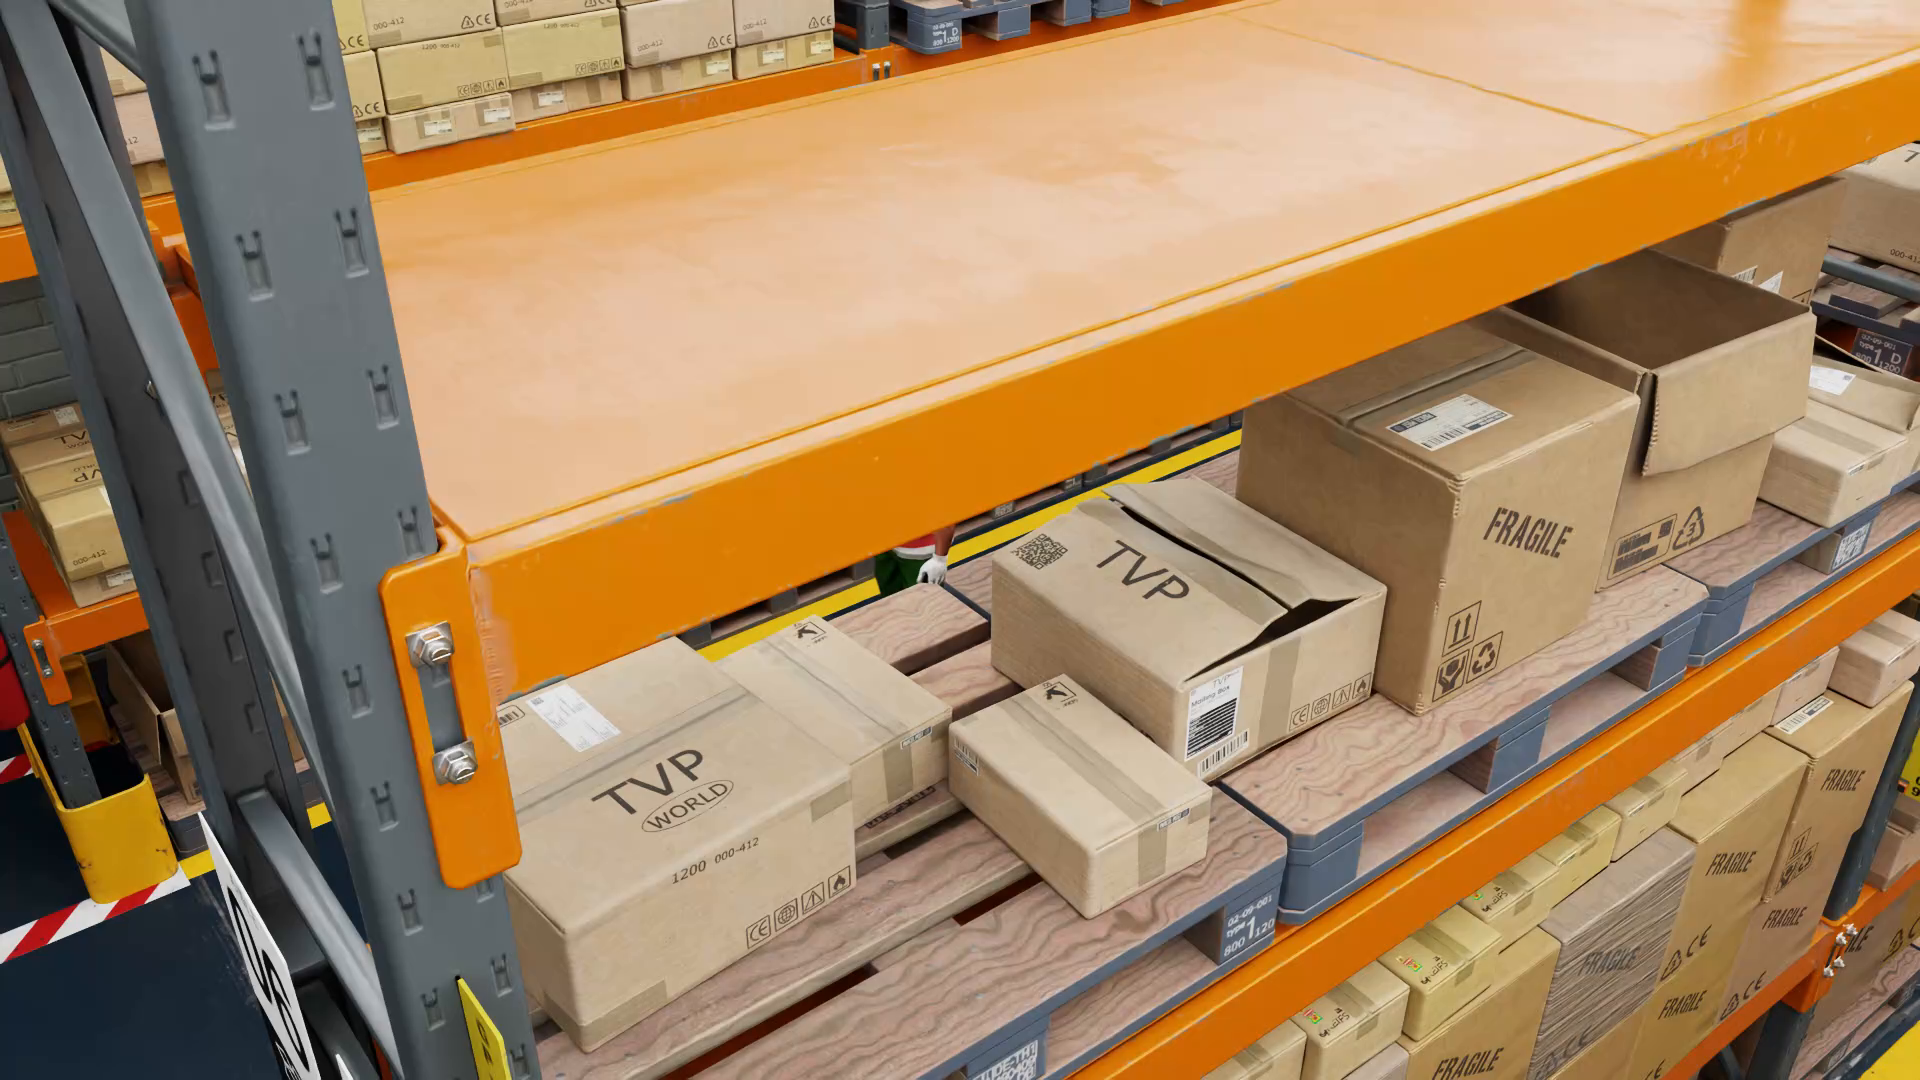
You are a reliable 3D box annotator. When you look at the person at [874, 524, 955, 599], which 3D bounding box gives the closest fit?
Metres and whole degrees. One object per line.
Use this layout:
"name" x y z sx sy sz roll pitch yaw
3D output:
"person" -0.209 0.010 7.605 0.339 1.784 0.526 -21 38 -30
